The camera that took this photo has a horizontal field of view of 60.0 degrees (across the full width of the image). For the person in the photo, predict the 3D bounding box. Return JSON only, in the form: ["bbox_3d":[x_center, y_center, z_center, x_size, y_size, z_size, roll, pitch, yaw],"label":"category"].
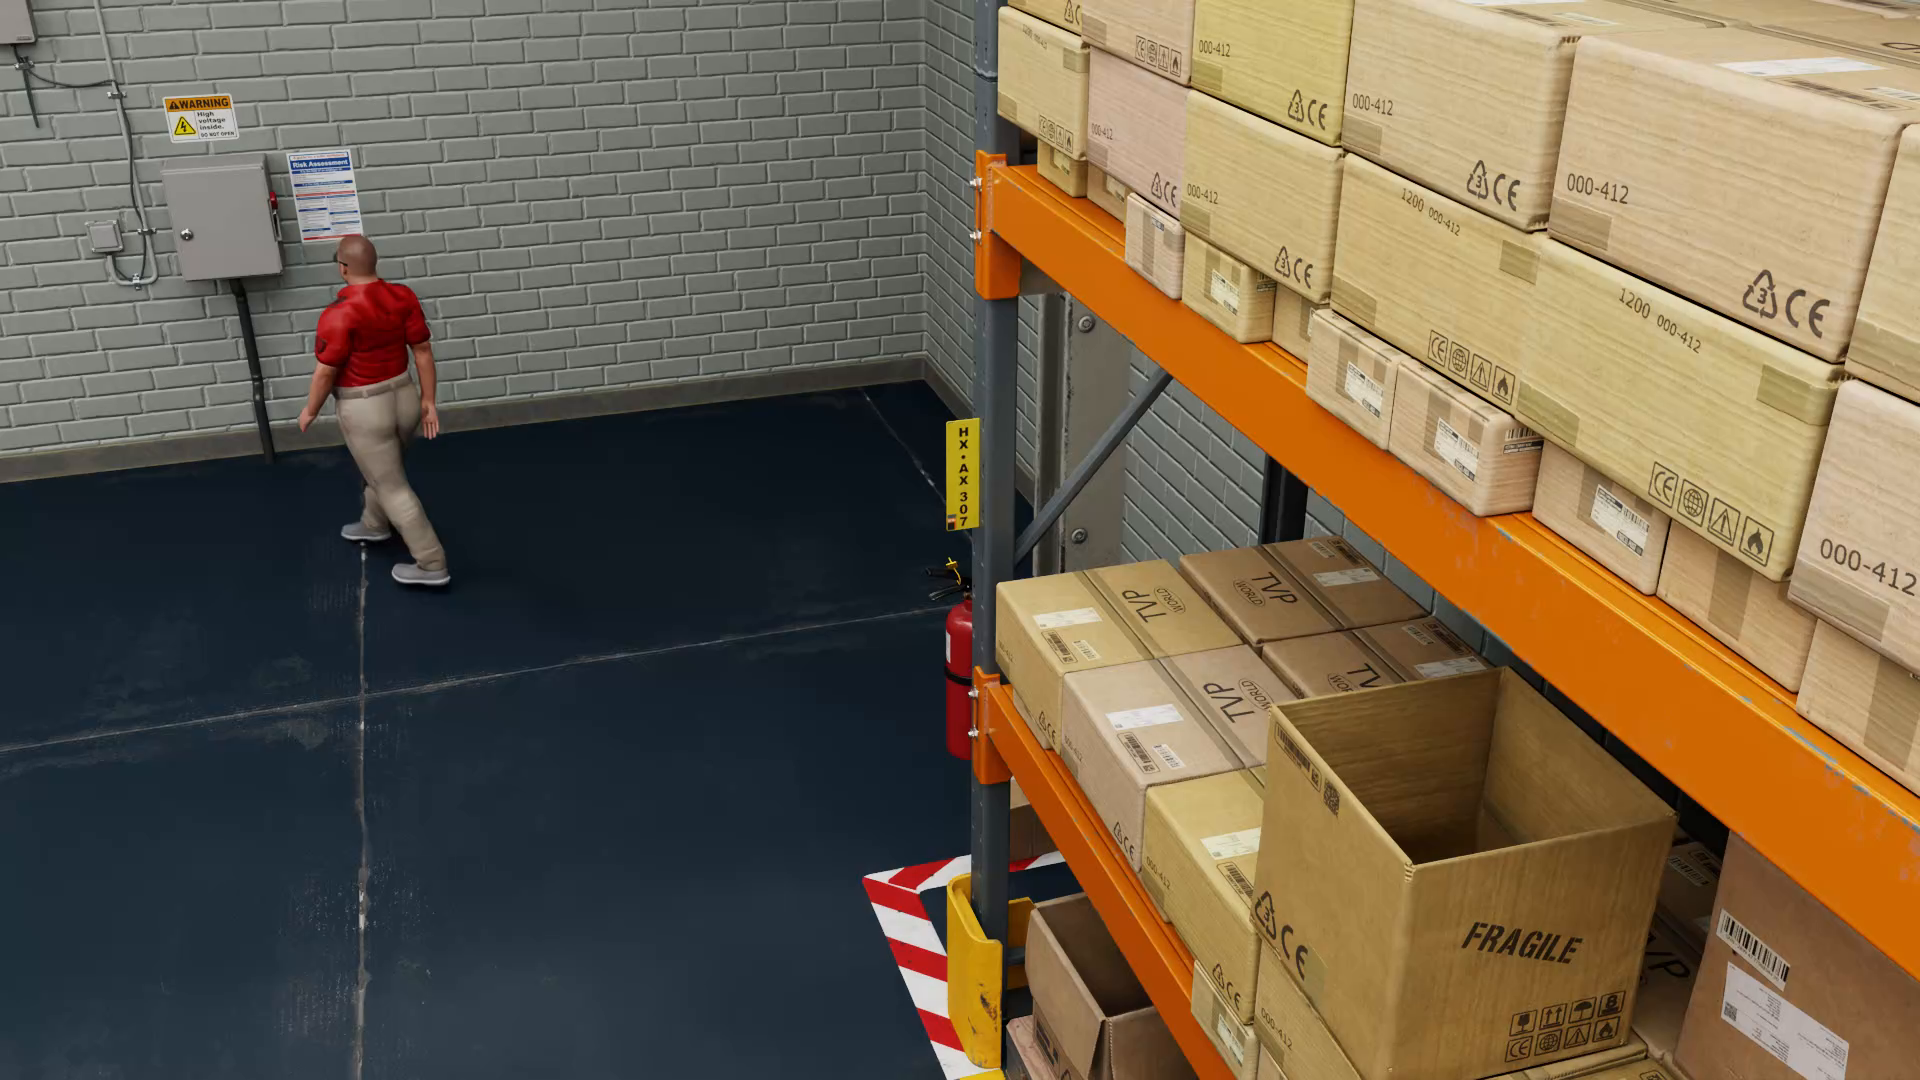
[{"bbox_3d":[-2.858,-0.636,7.906,0.923,1.692,0.546,14,29,26],"label":"person"}]
